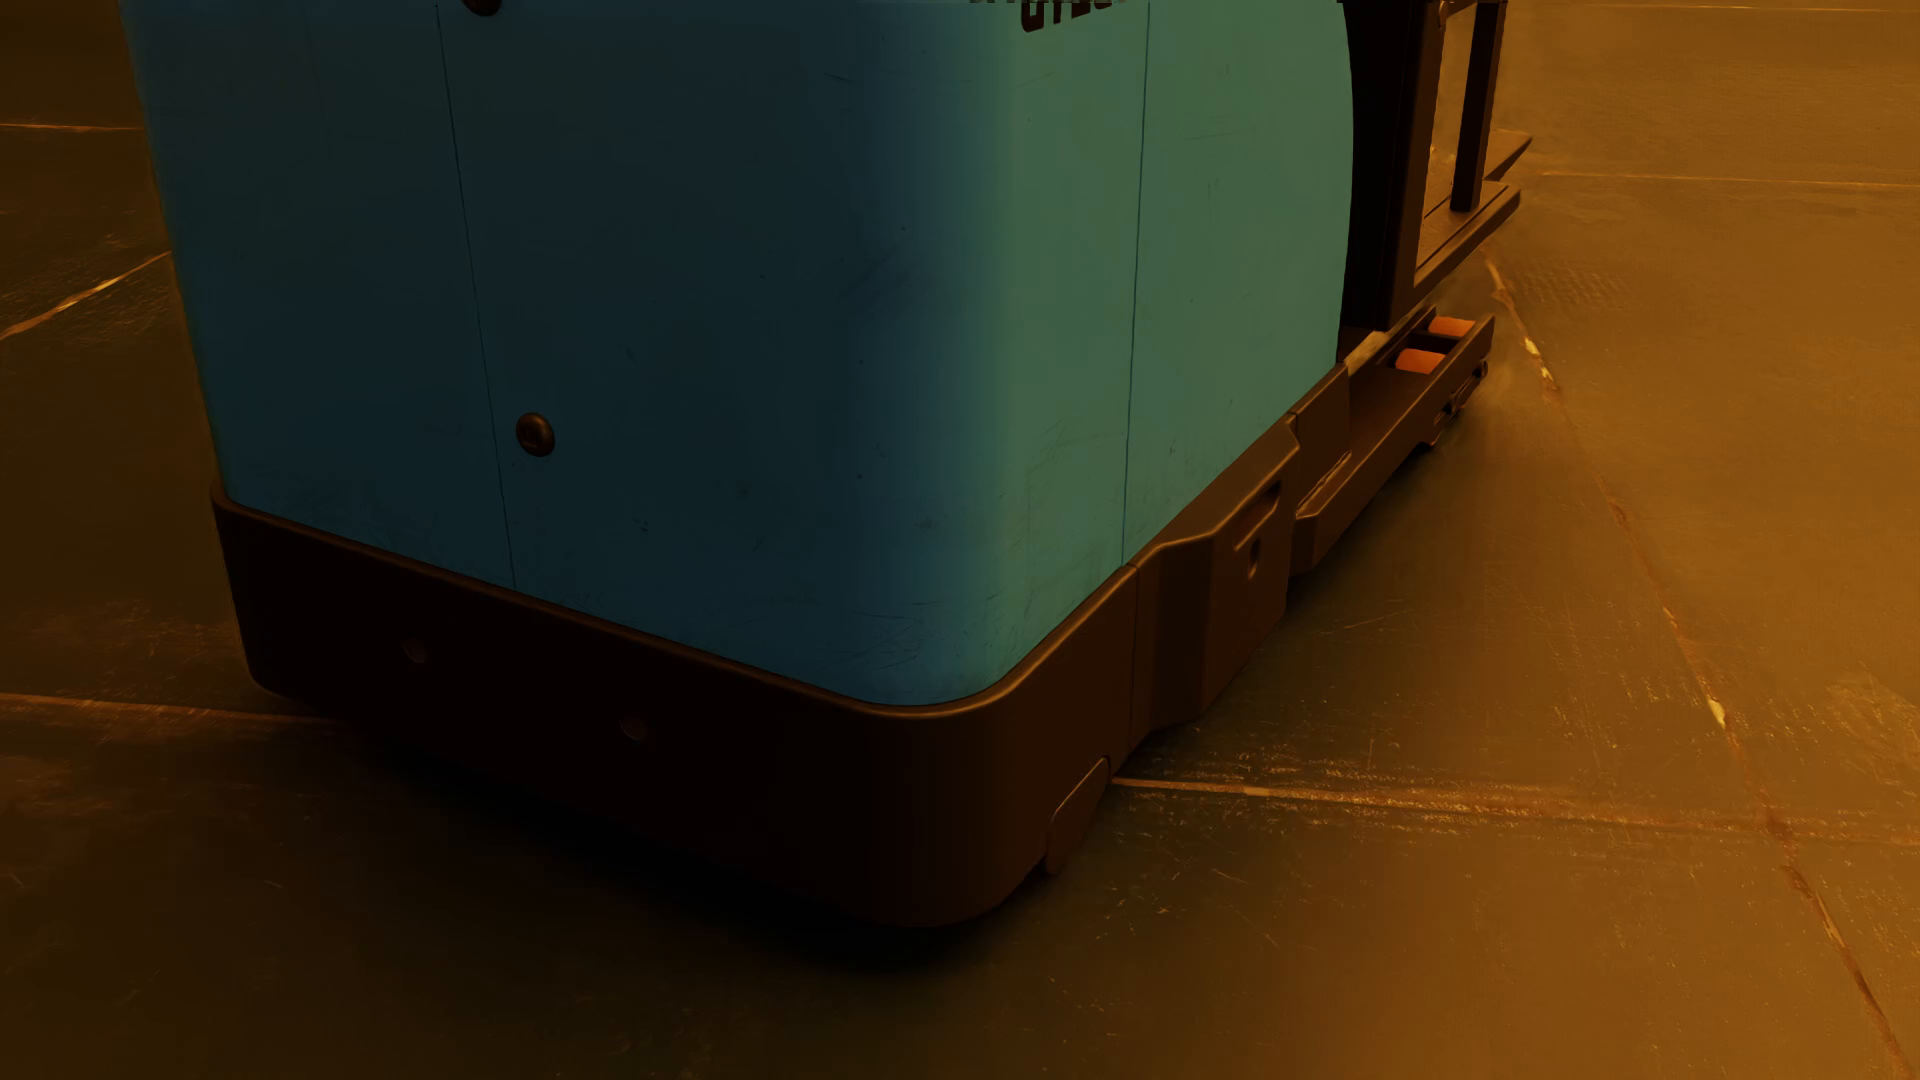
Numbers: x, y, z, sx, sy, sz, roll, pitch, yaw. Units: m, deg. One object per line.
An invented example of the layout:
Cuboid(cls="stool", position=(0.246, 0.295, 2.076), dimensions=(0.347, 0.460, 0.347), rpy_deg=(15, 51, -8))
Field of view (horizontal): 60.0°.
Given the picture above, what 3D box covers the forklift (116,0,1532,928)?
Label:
Cuboid(cls="forklift", position=(0.297, -1.560, 2.344), dimensions=(1.130, 2.935, 3.031), rpy_deg=(14, 30, 26))
